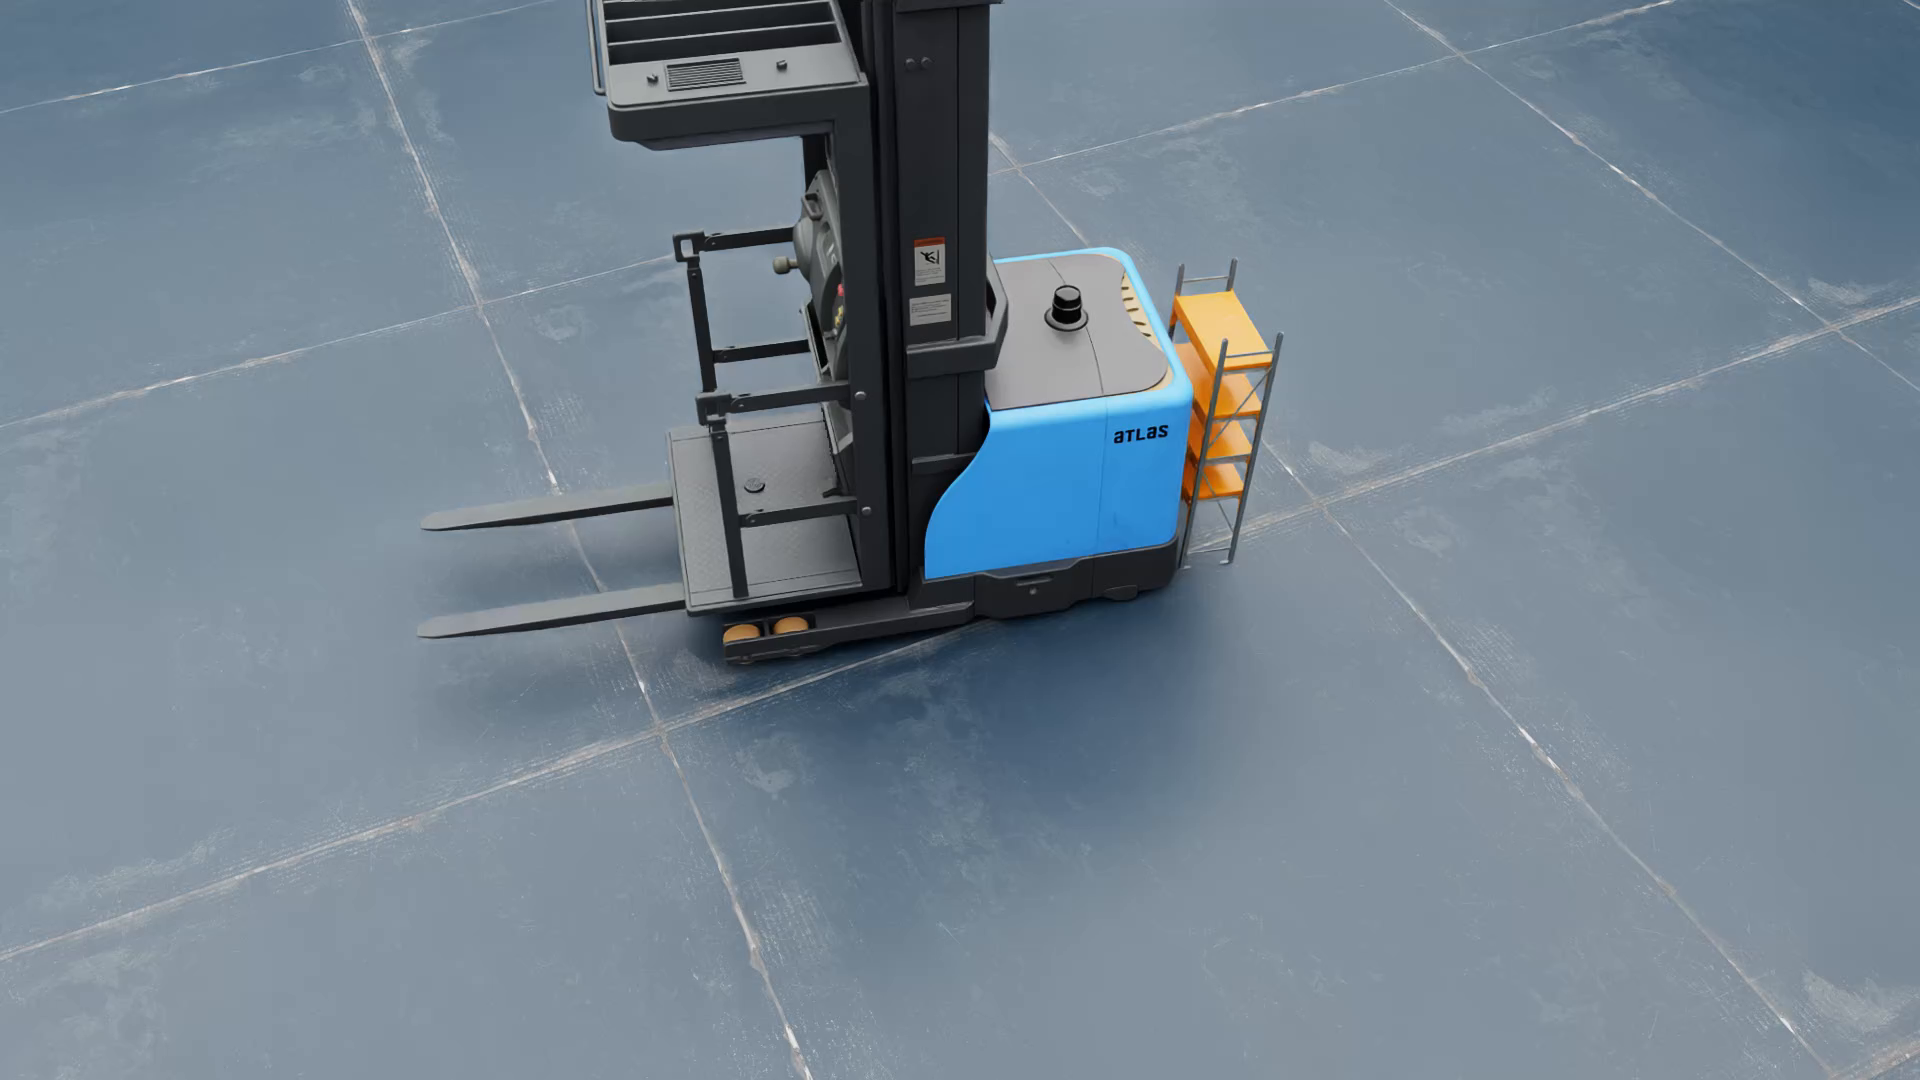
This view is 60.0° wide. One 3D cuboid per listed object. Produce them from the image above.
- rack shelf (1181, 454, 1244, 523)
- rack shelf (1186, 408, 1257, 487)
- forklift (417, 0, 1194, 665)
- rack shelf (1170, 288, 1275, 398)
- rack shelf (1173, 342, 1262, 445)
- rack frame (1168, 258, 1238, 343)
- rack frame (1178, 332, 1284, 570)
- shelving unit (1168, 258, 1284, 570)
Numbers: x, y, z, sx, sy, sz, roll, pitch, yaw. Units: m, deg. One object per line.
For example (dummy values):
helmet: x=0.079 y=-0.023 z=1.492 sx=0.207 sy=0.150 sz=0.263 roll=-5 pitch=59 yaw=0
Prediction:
rack shelf: x=0.991 y=-0.300 z=6.938 sx=0.258 sy=0.148 sz=0.480 roll=-8 pitch=45 yaw=-12
rack shelf: x=1.000 y=-0.443 z=6.800 sx=0.258 sy=0.148 sz=0.480 roll=-8 pitch=45 yaw=-12
forklift: x=-0.682 y=-0.955 z=6.000 sx=3.031 sy=2.935 sz=1.130 roll=-8 pitch=45 yaw=-8
rack shelf: x=1.021 y=-0.773 z=6.481 sx=0.258 sy=0.148 sz=0.480 roll=-8 pitch=45 yaw=-12
rack shelf: x=1.010 y=-0.603 z=6.645 sx=0.258 sy=0.148 sz=0.480 roll=-8 pitch=45 yaw=-12
rack frame: x=0.946 y=-0.658 z=6.922 sx=0.240 sy=1.200 sz=0.015 roll=-8 pitch=45 yaw=-12
rack frame: x=1.061 y=-0.324 z=6.585 sx=0.240 sy=1.200 sz=0.015 roll=-8 pitch=45 yaw=-12
shelving unit: x=1.003 y=-0.491 z=6.754 sx=0.258 sy=1.200 sz=0.503 roll=-8 pitch=45 yaw=-12
